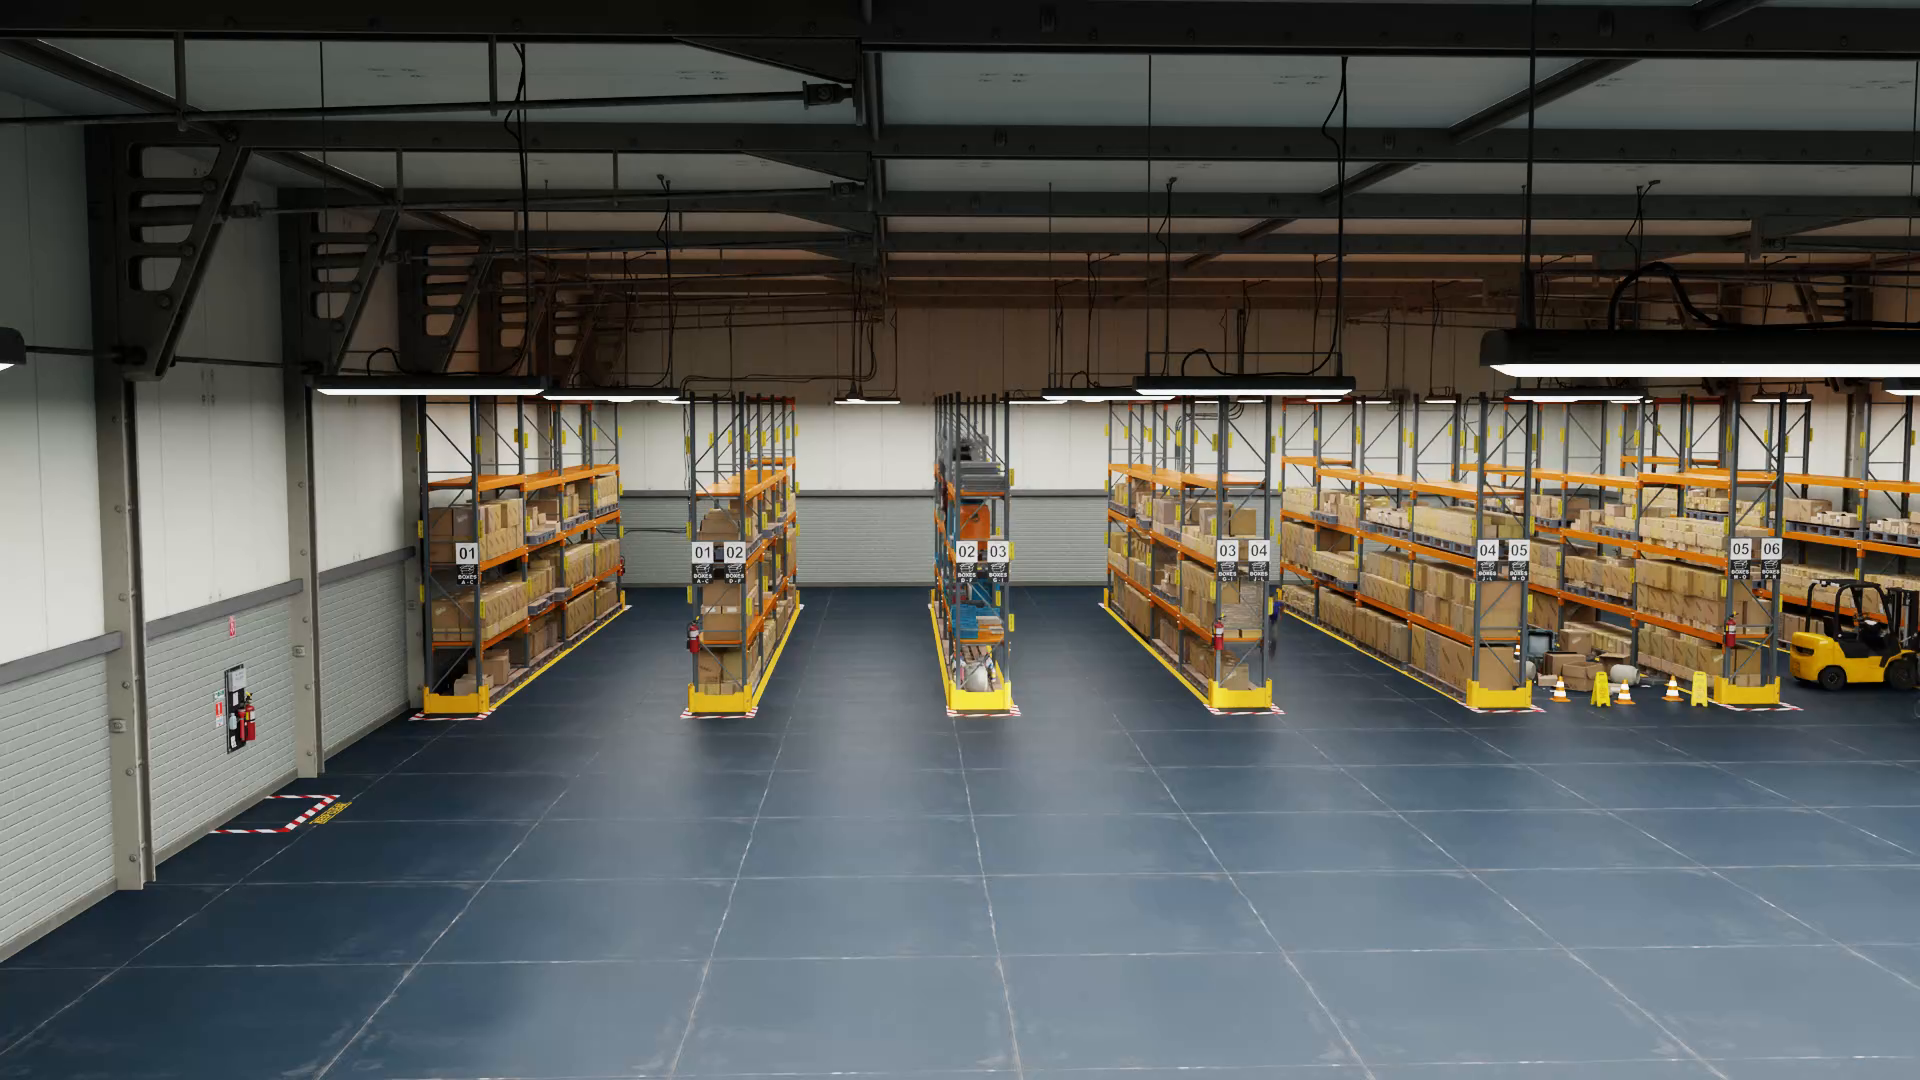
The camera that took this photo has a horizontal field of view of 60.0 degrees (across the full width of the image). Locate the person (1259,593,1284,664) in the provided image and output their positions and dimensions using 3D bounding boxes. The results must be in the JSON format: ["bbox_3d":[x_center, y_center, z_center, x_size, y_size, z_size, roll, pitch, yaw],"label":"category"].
[{"bbox_3d":[6.982,1.960,37.545,0.617,1.615,0.966,0,5,-5],"label":"person"}]
